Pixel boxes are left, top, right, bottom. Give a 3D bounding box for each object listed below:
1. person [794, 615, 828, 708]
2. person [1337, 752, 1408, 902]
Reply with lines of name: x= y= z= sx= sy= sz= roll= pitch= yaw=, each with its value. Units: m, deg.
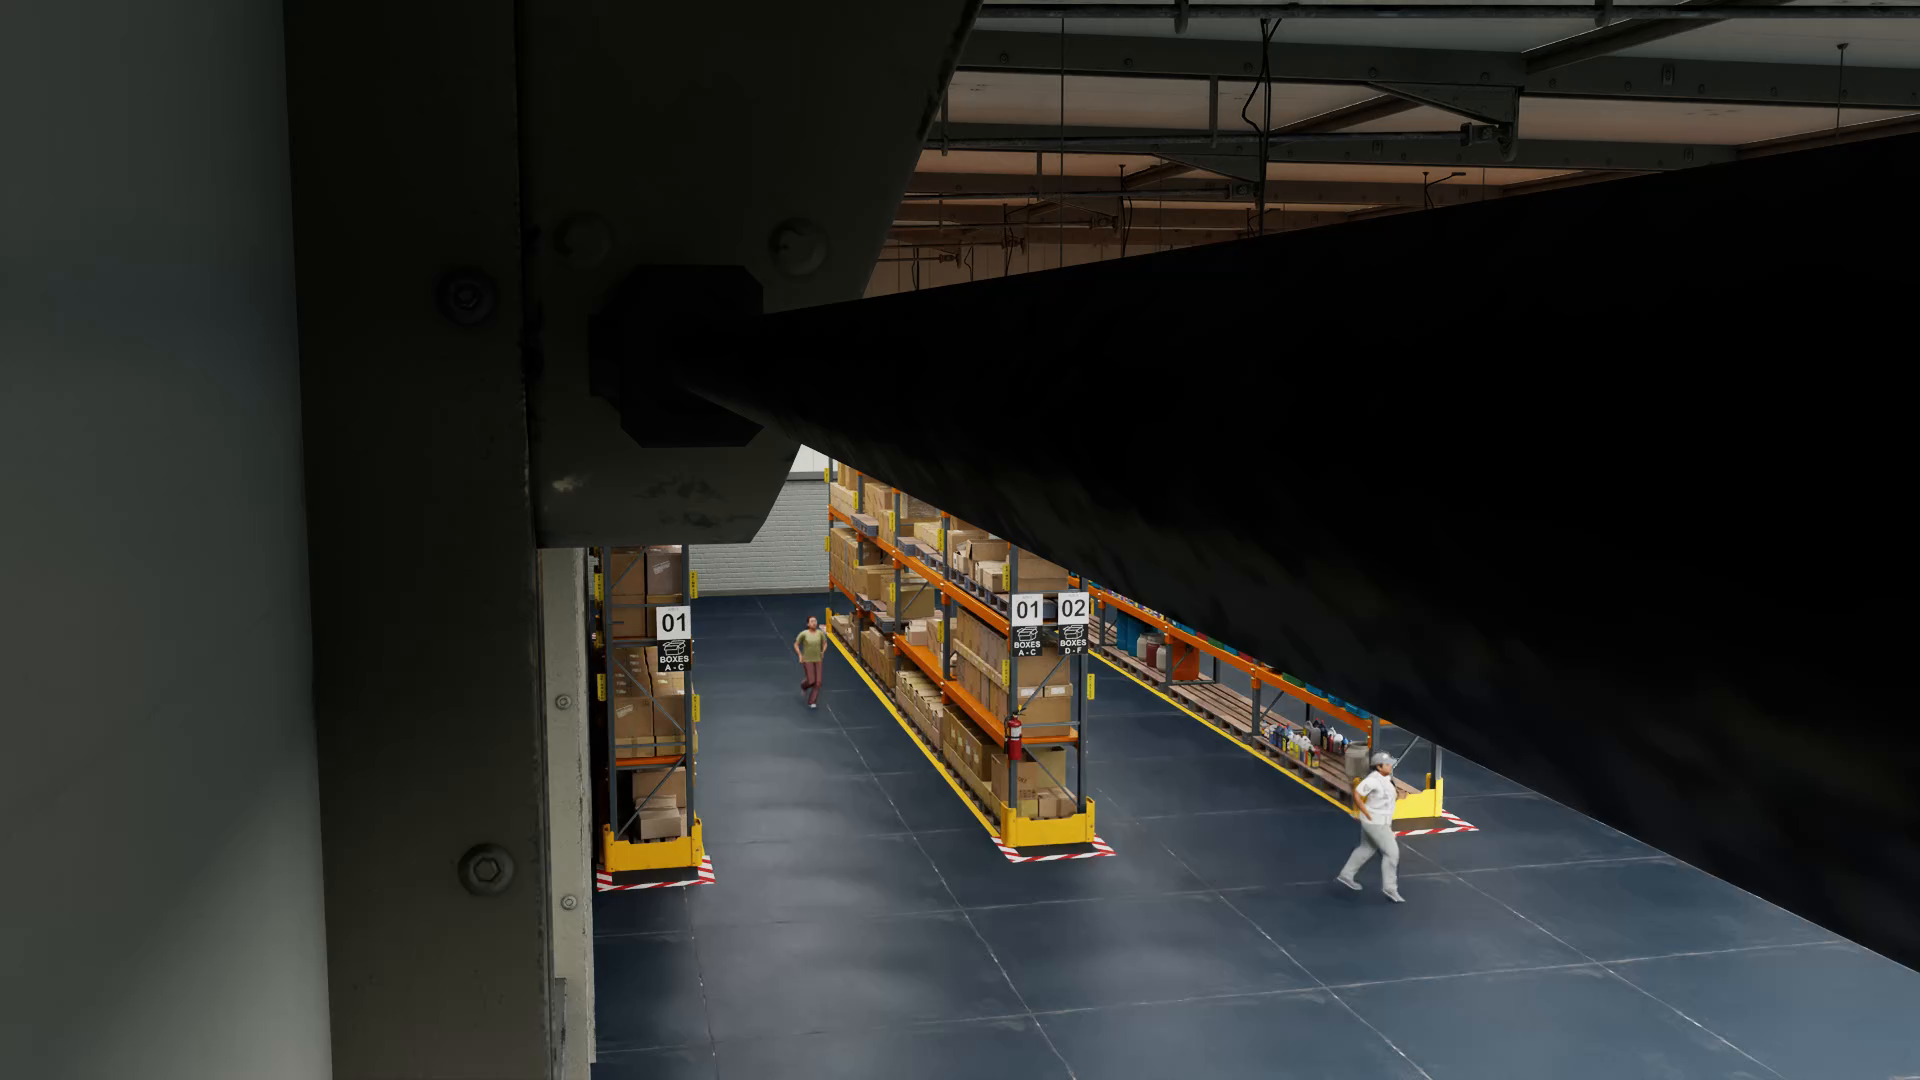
person: x=-2.564 y=2.106 z=28.877 sx=0.580 sy=1.621 sz=0.558 roll=-3 pitch=7 yaw=-22
person: x=4.728 y=3.272 z=19.038 sx=0.775 sy=1.721 sz=0.577 roll=2 pitch=7 yaw=15
